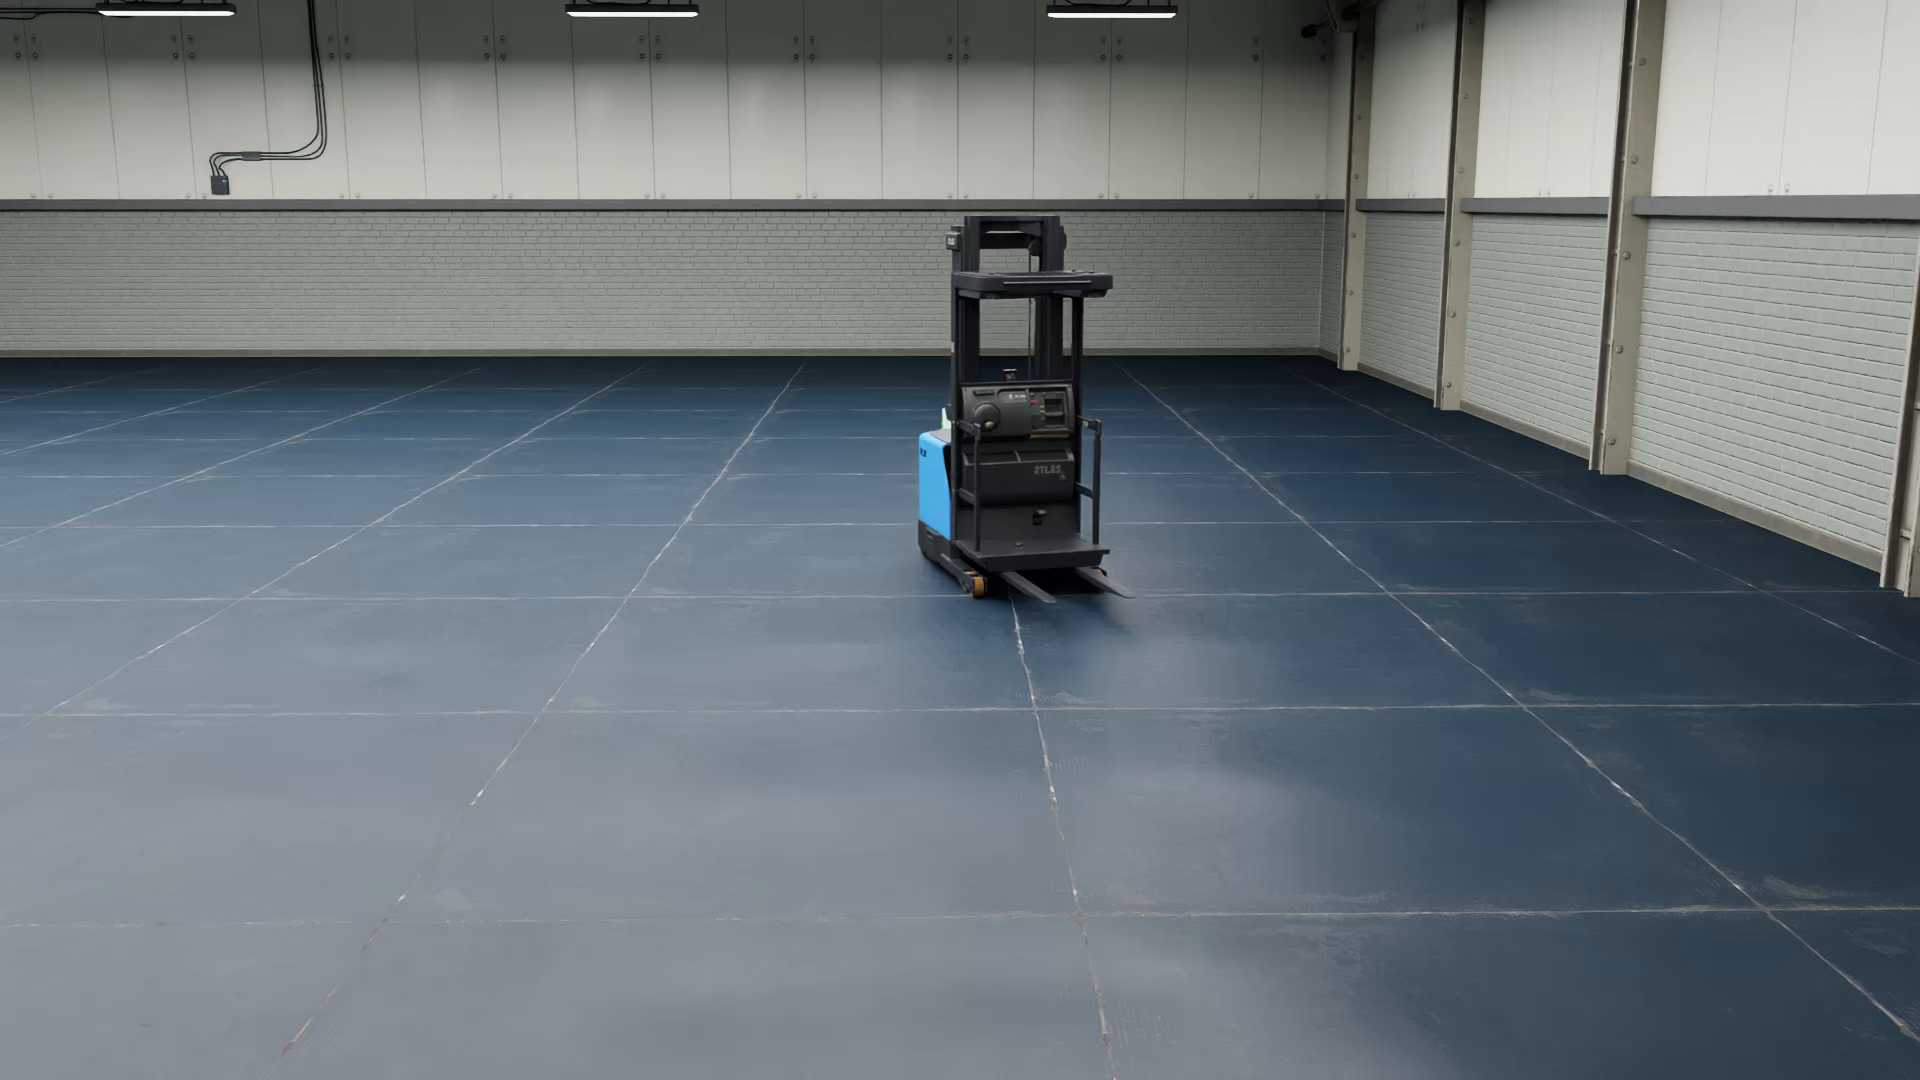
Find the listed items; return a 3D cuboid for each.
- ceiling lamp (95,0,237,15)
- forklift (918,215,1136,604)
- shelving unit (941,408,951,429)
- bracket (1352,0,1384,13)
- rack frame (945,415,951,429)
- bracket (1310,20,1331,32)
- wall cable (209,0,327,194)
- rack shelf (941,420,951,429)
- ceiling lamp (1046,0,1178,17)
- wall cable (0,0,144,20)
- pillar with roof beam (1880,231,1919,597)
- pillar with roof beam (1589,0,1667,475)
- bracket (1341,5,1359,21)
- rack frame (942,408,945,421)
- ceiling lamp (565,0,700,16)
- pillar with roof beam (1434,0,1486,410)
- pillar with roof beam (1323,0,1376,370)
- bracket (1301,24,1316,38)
[{"bbox_3d":[-12.068,-9.593,25.221,2.000,3.185,0.800,0,11,-1],"label":"ceiling lamp"},{"bbox_3d":[0.532,-1.074,13.174,1.130,2.935,3.031,-3,12,-16],"label":"forklift"},{"bbox_3d":[-0.026,-0.567,15.027,0.258,1.200,0.503,-1,11,-4],"label":"shelving unit"},{"bbox_3d":[6.915,-8.748,26.684,0.076,0.066,4.783,0,11,-1],"label":"bracket"},{"bbox_3d":[-0.010,-0.518,14.788,0.240,1.200,0.015,-1,11,-4],"label":"rack frame"},{"bbox_3d":[6.808,-9.779,31.765,0.076,0.066,3.189,0,11,-1],"label":"bracket"},{"bbox_3d":[-13.532,-9.744,32.094,2.305,6.003,0.169,0,11,-1],"label":"wall cable"},{"bbox_3d":[-0.026,-0.975,14.944,0.258,0.148,0.480,-1,11,-4],"label":"rack shelf"},{"bbox_3d":[2.329,-9.652,25.513,2.000,3.185,0.800,0,11,-1],"label":"ceiling lamp"},{"bbox_3d":[-17.225,-11.248,31.727,3.097,2.526,0.112,0,11,-1],"label":"wall cable"},{"bbox_3d":[3.276,-3.984,12.256,9.100,9.000,0.400,0,11,-1],"label":"pillar with roof beam"},{"bbox_3d":[3.152,-5.177,18.135,9.100,9.000,0.400,0,11,-1],"label":"pillar with roof beam"},{"bbox_3d":[6.862,-9.260,29.208,0.235,0.232,0.430,0,11,-1],"label":"bracket"},{"bbox_3d":[-0.042,-0.615,15.265,0.240,1.200,0.015,-1,11,-4],"label":"rack frame"},{"bbox_3d":[-5.010,-9.622,25.364,2.000,3.185,0.800,0,11,-1],"label":"ceiling lamp"},{"bbox_3d":[3.028,-6.370,24.014,9.100,9.000,0.400,0,11,-1],"label":"pillar with roof beam"},{"bbox_3d":[2.904,-7.562,29.893,9.100,9.000,0.548,0,11,-1],"label":"pillar with roof beam"},{"bbox_3d":[6.796,-9.896,32.343,0.235,0.232,0.430,0,11,-1],"label":"bracket"}]
